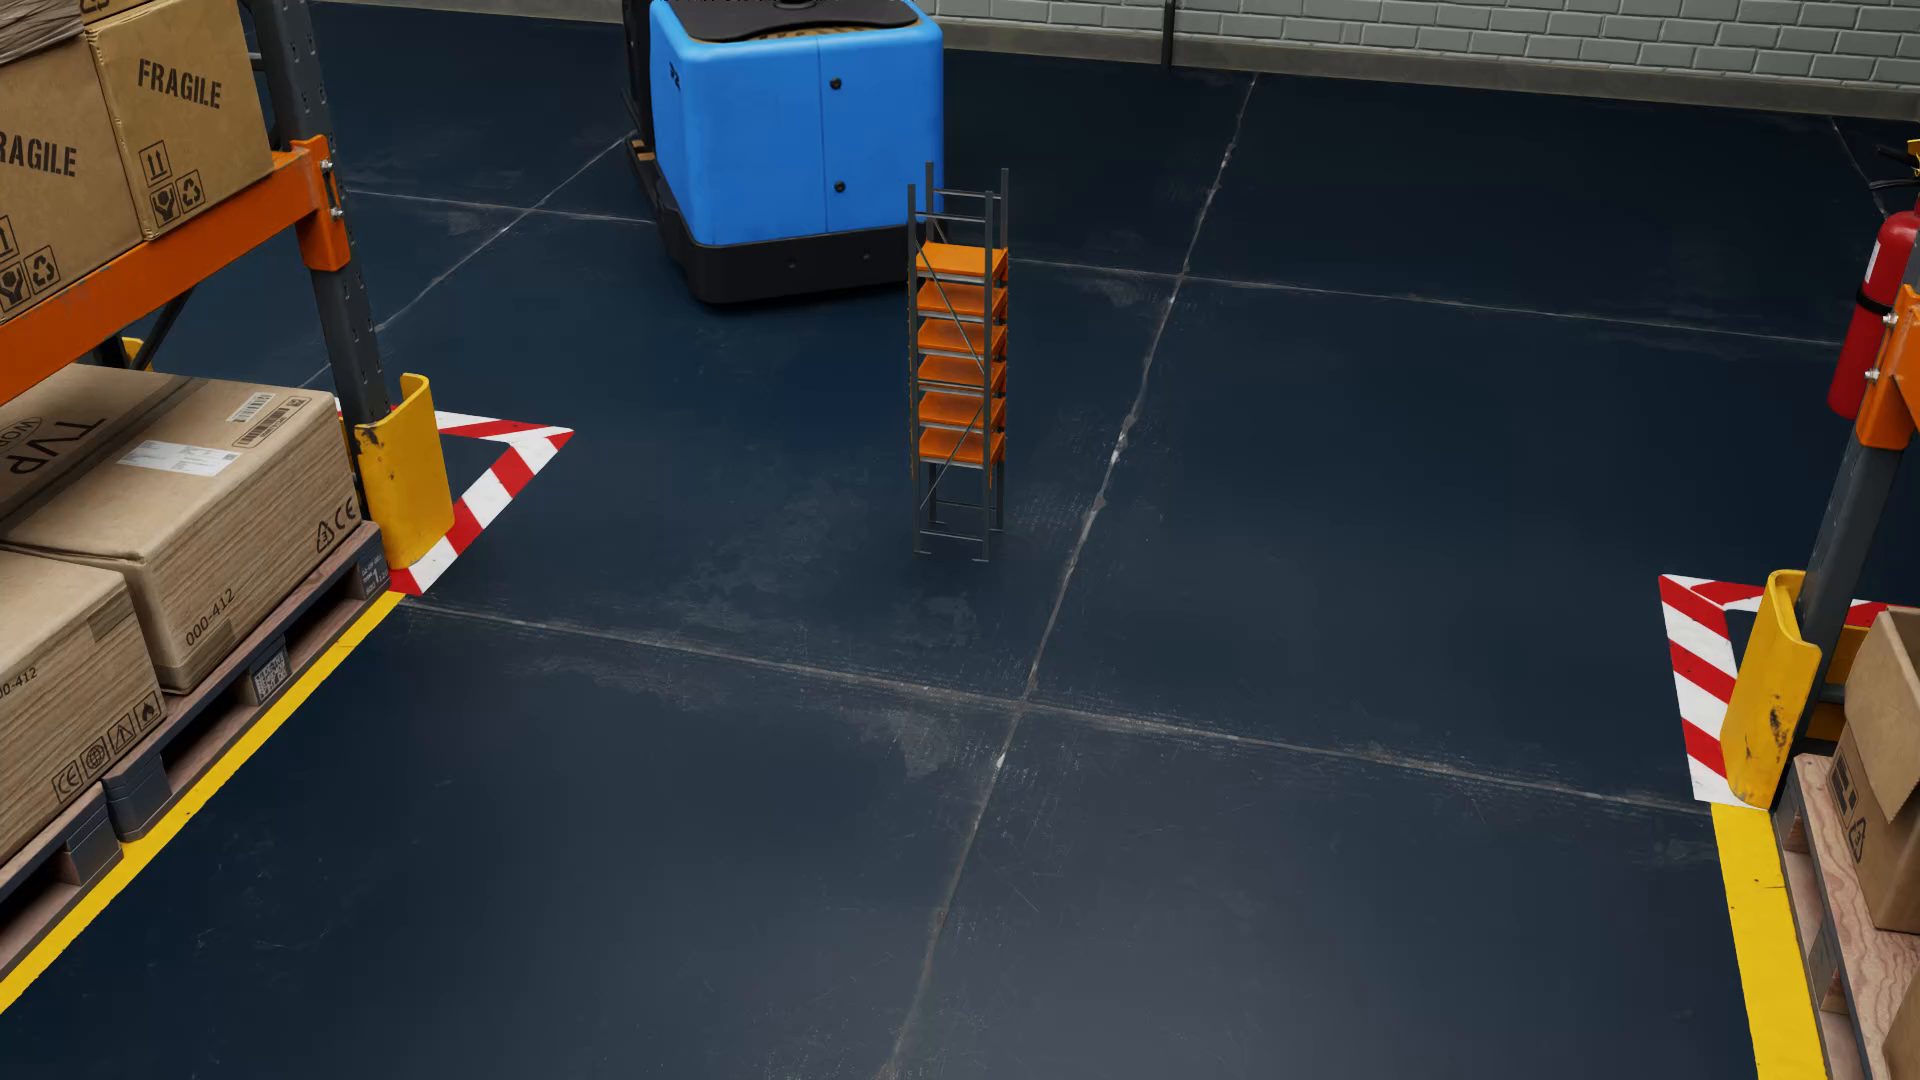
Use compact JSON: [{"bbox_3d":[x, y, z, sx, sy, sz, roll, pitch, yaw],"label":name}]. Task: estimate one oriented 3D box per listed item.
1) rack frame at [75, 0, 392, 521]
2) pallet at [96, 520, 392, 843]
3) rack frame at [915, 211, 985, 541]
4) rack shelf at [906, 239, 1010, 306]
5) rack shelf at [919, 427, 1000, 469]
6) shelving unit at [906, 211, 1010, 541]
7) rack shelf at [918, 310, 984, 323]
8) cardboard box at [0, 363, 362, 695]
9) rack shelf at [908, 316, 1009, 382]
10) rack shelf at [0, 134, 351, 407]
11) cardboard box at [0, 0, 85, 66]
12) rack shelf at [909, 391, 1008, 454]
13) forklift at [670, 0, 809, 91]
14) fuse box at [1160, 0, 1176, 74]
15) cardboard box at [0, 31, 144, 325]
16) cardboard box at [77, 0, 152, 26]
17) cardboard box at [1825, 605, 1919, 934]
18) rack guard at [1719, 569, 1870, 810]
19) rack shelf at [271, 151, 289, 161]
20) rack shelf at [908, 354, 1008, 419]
[{"bbox_3d":[-2.221,-1.322,4.533,1.000,3.000,0.127,8,33,12],"label":"rack frame"},{"bbox_3d":[-2.348,0.280,4.612,1.003,0.211,1.213,8,33,12],"label":"pallet"},{"bbox_3d":[-0.026,-0.451,4.841,0.228,1.046,0.002,8,33,12],"label":"rack frame"},{"bbox_3d":[-0.004,-0.765,4.747,0.258,0.103,0.180,8,33,12],"label":"rack shelf"},{"bbox_3d":[-0.004,-0.282,5.054,0.221,0.034,0.171,8,33,12],"label":"rack shelf"},{"bbox_3d":[-0.004,-0.498,4.915,0.258,1.046,0.183,8,33,12],"label":"shelving unit"},{"bbox_3d":[-0.004,-0.681,4.801,0.199,0.020,0.166,8,33,12],"label":"rack shelf"},{"bbox_3d":[-2.292,-0.062,4.548,0.875,0.438,0.875,7,33,11],"label":"cardboard box"},{"bbox_3d":[-0.004,-0.563,4.876,0.258,0.103,0.180,8,33,12],"label":"rack shelf"},{"bbox_3d":[-2.729,0.020,3.094,1.077,0.370,4.000,8,33,12],"label":"rack shelf"},{"bbox_3d":[-2.217,-1.228,3.361,0.500,0.500,0.500,8,33,13],"label":"cardboard box"},{"bbox_3d":[-0.004,-0.360,5.005,0.258,0.103,0.180,8,33,12],"label":"rack shelf"},{"bbox_3d":[-15.529,-5.008,4.740,29.450,9.000,9.785,-10,34,-15],"label":"forklift"},{"bbox_3d":[1.182,-3.346,8.918,0.539,1.711,0.414,8,33,12],"label":"fuse box"},{"bbox_3d":[-2.229,-0.819,3.650,0.500,0.500,0.500,7,33,11],"label":"cardboard box"},{"bbox_3d":[-2.113,-1.503,3.794,0.500,0.500,0.500,9,34,14],"label":"cardboard box"},{"bbox_3d":[2.334,0.533,3.552,0.797,0.503,0.637,7,33,10],"label":"cardboard box"},{"bbox_3d":[2.562,0.446,4.082,1.175,0.500,0.348,8,33,12],"label":"rack guard"},{"bbox_3d":[-5.135,-2.371,2.261,5.869,4.714,3.910,8,33,12],"label":"rack shelf"},{"bbox_3d":[-0.004,-0.461,4.940,0.258,0.103,0.180,8,33,12],"label":"rack shelf"}]
